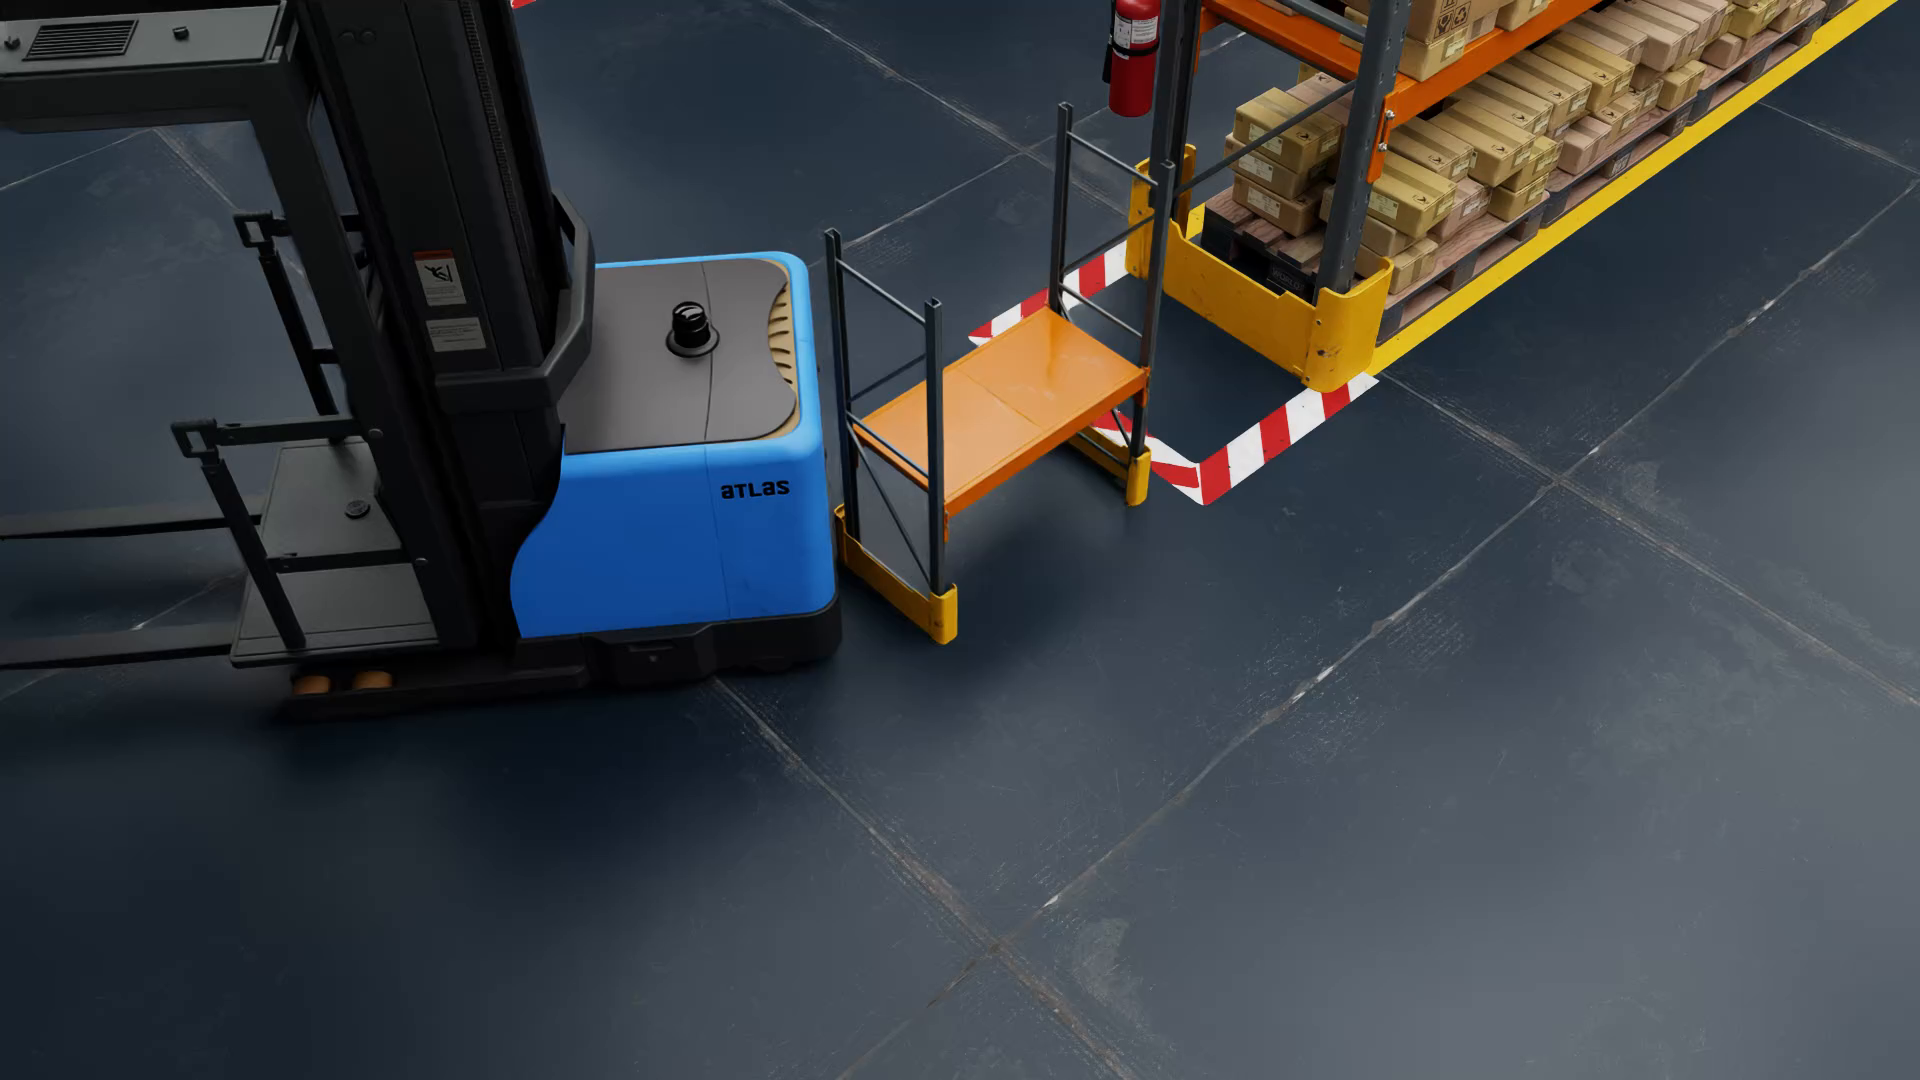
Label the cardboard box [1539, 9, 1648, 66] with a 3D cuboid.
[{"bbox_3d":[2.865,-2.253,7.537,0.250,0.149,0.380,-34,56,-27],"label":"cardboard box"}]

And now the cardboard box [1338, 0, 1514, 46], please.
[{"bbox_3d":[1.684,-2.170,5.940,0.500,0.500,0.500,-31,55,-26],"label":"cardboard box"}]

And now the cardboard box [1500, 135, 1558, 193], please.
[{"bbox_3d":[2.352,-1.701,7.230,0.250,0.149,0.380,-32,55,-26],"label":"cardboard box"}]

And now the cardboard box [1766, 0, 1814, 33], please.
[{"bbox_3d":[4.065,-2.737,8.389,0.250,0.149,0.380,-33,55,-27],"label":"cardboard box"}]

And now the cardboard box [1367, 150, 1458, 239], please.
[{"bbox_3d":[1.782,-1.415,6.764,0.250,0.149,0.380,-36,57,-29],"label":"cardboard box"}]

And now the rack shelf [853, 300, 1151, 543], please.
[{"bbox_3d":[0.138,-0.441,5.881,1.000,0.185,0.538,-34,56,-28],"label":"rack shelf"}]

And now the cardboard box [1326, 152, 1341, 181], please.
[{"bbox_3d":[1.594,-1.756,7.281,0.250,0.149,0.380,-35,56,-28],"label":"cardboard box"}]

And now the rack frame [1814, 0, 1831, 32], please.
[{"bbox_3d":[4.126,-3.941,7.845,0.127,3.000,1.000,-34,56,-27],"label":"rack frame"}]

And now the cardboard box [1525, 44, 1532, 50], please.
[{"bbox_3d":[2.510,-2.445,7.916,0.250,0.149,0.380,-33,55,-27],"label":"cardboard box"}]

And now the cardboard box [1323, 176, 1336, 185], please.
[{"bbox_3d":[1.538,-1.695,7.427,0.250,0.149,0.380,-32,55,-26],"label":"cardboard box"}]

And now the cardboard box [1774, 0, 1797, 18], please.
[{"bbox_3d":[3.915,-2.748,8.196,0.380,0.149,0.250,36,57,29],"label":"cardboard box"}]

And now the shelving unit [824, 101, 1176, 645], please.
[{"bbox_3d":[0.131,-0.558,5.745,1.083,1.500,0.587,-34,56,-28],"label":"shelving unit"}]

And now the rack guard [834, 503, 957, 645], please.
[{"bbox_3d":[-0.232,0.116,5.973,0.087,0.250,0.587,-34,56,-28],"label":"rack guard"}]

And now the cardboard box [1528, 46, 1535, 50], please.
[{"bbox_3d":[2.708,-2.448,8.121,0.250,0.149,0.380,-35,56,-28],"label":"cardboard box"}]

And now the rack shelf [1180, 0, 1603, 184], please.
[{"bbox_3d":[2.646,-2.708,7.197,4.000,0.370,1.077,-34,56,-27],"label":"rack shelf"}]

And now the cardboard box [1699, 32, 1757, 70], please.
[{"bbox_3d":[3.664,-2.489,8.159,0.250,0.149,0.380,-36,57,-28],"label":"cardboard box"}]

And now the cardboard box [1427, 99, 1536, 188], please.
[{"bbox_3d":[2.178,-1.671,7.000,0.250,0.149,0.380,-34,56,-27],"label":"cardboard box"}]

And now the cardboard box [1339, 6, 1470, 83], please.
[{"bbox_3d":[1.626,-1.860,6.096,0.250,0.149,0.380,-34,56,-27],"label":"cardboard box"}]

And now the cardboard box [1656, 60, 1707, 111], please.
[{"bbox_3d":[3.299,-2.225,7.917,0.250,0.149,0.380,-34,56,-27],"label":"cardboard box"}]

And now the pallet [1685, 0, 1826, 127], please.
[{"bbox_3d":[3.653,-2.644,8.546,1.213,0.211,1.003,-34,56,-27],"label":"pallet"}]

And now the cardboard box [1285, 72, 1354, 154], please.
[{"bbox_3d":[1.612,-1.833,7.150,0.250,0.149,0.380,-33,55,-26],"label":"cardboard box"}]

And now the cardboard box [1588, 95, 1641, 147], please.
[{"bbox_3d":[2.905,-1.996,7.705,0.250,0.149,0.380,-34,56,-27],"label":"cardboard box"}]

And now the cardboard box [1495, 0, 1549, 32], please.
[{"bbox_3d":[2.022,-2.112,6.329,0.250,0.149,0.380,-35,56,-28],"label":"cardboard box"}]

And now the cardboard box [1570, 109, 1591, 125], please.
[{"bbox_3d":[2.657,-2.040,7.543,0.250,0.149,0.380,-31,54,-25],"label":"cardboard box"}]

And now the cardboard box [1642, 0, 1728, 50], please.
[{"bbox_3d":[3.313,-2.456,7.724,0.380,0.149,0.250,36,57,29],"label":"cardboard box"}]

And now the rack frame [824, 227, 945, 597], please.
[{"bbox_3d":[-0.233,-0.308,5.513,0.032,1.500,0.500,-34,56,-28],"label":"rack frame"}]

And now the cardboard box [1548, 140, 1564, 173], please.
[{"bbox_3d":[2.474,-1.769,7.495,0.250,0.149,0.380,-34,56,-27],"label":"cardboard box"}]

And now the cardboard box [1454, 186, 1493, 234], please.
[{"bbox_3d":[2.087,-1.524,7.269,0.250,0.149,0.380,-33,55,-27],"label":"cardboard box"}]

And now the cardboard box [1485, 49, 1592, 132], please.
[{"bbox_3d":[2.517,-1.971,7.277,0.250,0.149,0.380,-32,55,-26],"label":"cardboard box"}]

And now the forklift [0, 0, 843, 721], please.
[{"bbox_3d":[-1.967,-0.791,4.985,3.031,2.935,1.130,-5,47,-5],"label":"forklift"}]

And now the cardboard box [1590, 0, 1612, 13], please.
[{"bbox_3d":[2.938,-2.643,8.099,0.250,0.149,0.380,-31,55,-26],"label":"cardboard box"}]

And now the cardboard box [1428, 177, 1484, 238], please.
[{"bbox_3d":[1.967,-1.464,7.011,0.250,0.149,0.380,-34,56,-27],"label":"cardboard box"}]

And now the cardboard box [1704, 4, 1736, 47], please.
[{"bbox_3d":[3.477,-2.535,8.000,0.250,0.149,0.380,-33,55,-27],"label":"cardboard box"}]

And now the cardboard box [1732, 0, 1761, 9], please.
[{"bbox_3d":[3.696,-2.726,7.973,0.250,0.149,0.380,-34,56,-27],"label":"cardboard box"}]

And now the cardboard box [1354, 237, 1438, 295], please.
[{"bbox_3d":[1.769,-1.224,6.992,0.250,0.149,0.380,-33,55,-26],"label":"cardboard box"}]

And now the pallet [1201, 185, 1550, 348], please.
[{"bbox_3d":[1.847,-1.437,7.433,1.213,0.211,1.003,-34,56,-27],"label":"pallet"}]

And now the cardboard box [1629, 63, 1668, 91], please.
[{"bbox_3d":[3.090,-2.277,7.762,0.380,0.149,0.250,36,57,29],"label":"cardboard box"}]
